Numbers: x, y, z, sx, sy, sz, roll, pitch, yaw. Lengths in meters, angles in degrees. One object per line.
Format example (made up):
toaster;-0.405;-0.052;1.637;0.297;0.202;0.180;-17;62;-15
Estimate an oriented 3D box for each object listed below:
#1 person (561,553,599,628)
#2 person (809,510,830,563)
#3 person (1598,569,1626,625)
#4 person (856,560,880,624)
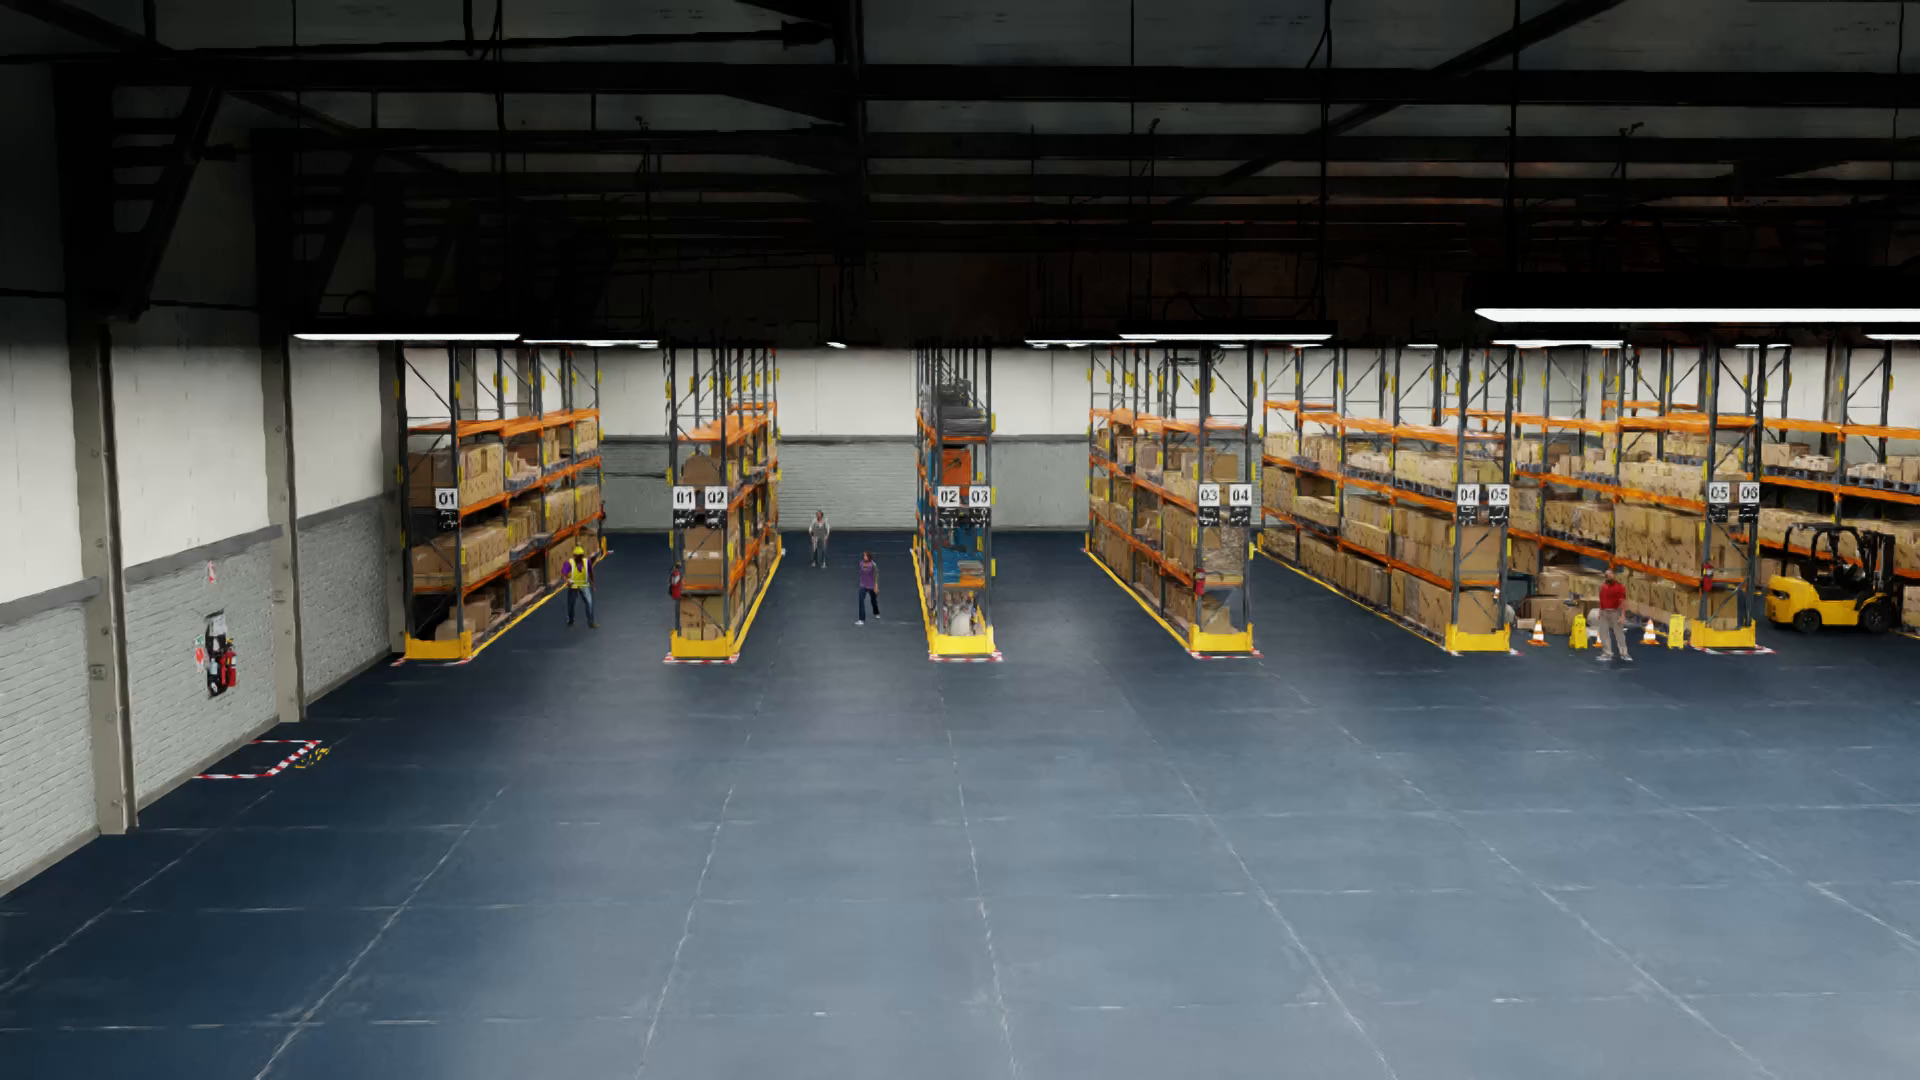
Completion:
person;-7.908;0.980;34.479;0.708;1.667;0.843;-2;7;-20
person;-3.731;-0.076;44.160;0.566;1.460;0.519;-1;7;-5
person;12.051;1.048;30.765;0.251;1.032;0.603;-4;7;-30
person;-1.926;1.078;35.040;0.352;1.324;0.848;2;7;14
